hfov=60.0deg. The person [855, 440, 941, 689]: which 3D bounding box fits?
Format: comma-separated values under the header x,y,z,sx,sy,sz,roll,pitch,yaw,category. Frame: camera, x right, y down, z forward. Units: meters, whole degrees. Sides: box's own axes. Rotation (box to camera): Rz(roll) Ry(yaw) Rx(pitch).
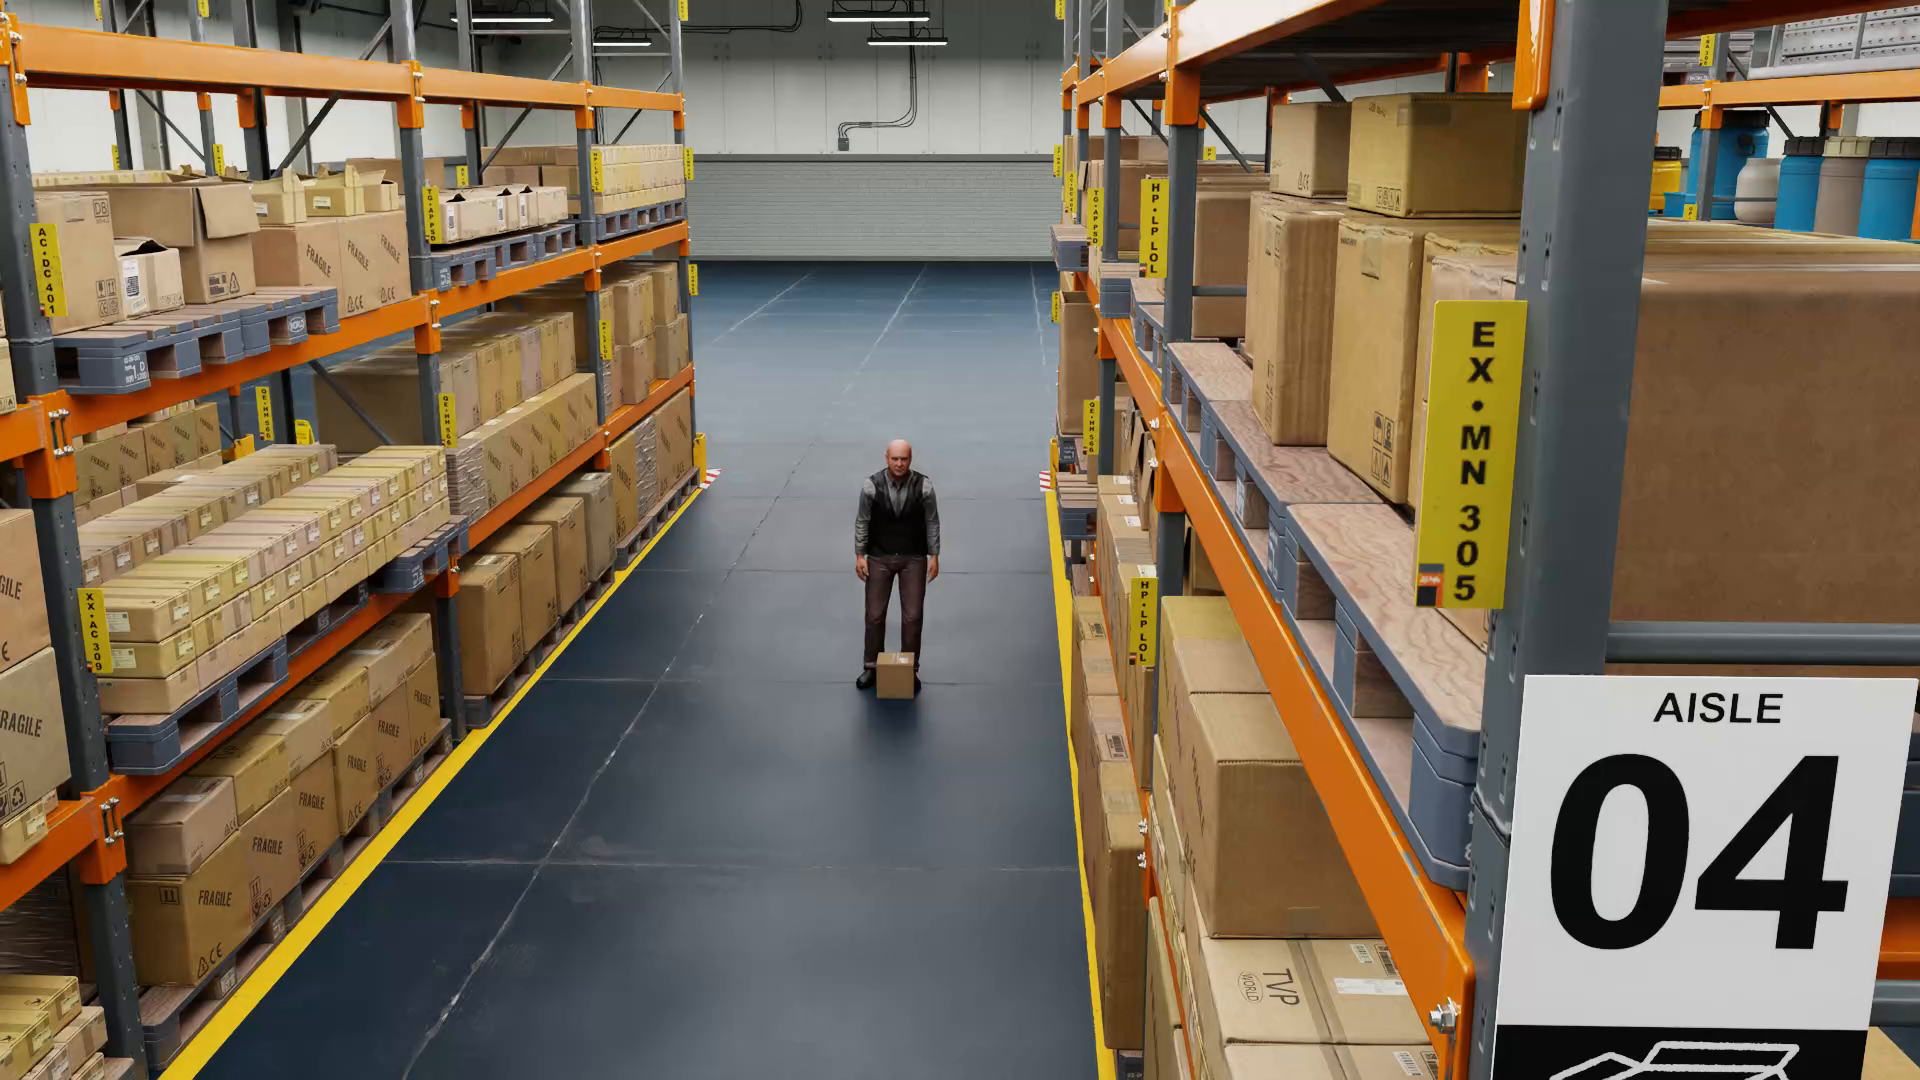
x,y,z,sx,sy,sz,roll,pitch,yaw,category
-0.429,0.151,11.432,0.593,1.722,0.466,0,14,-1,person
